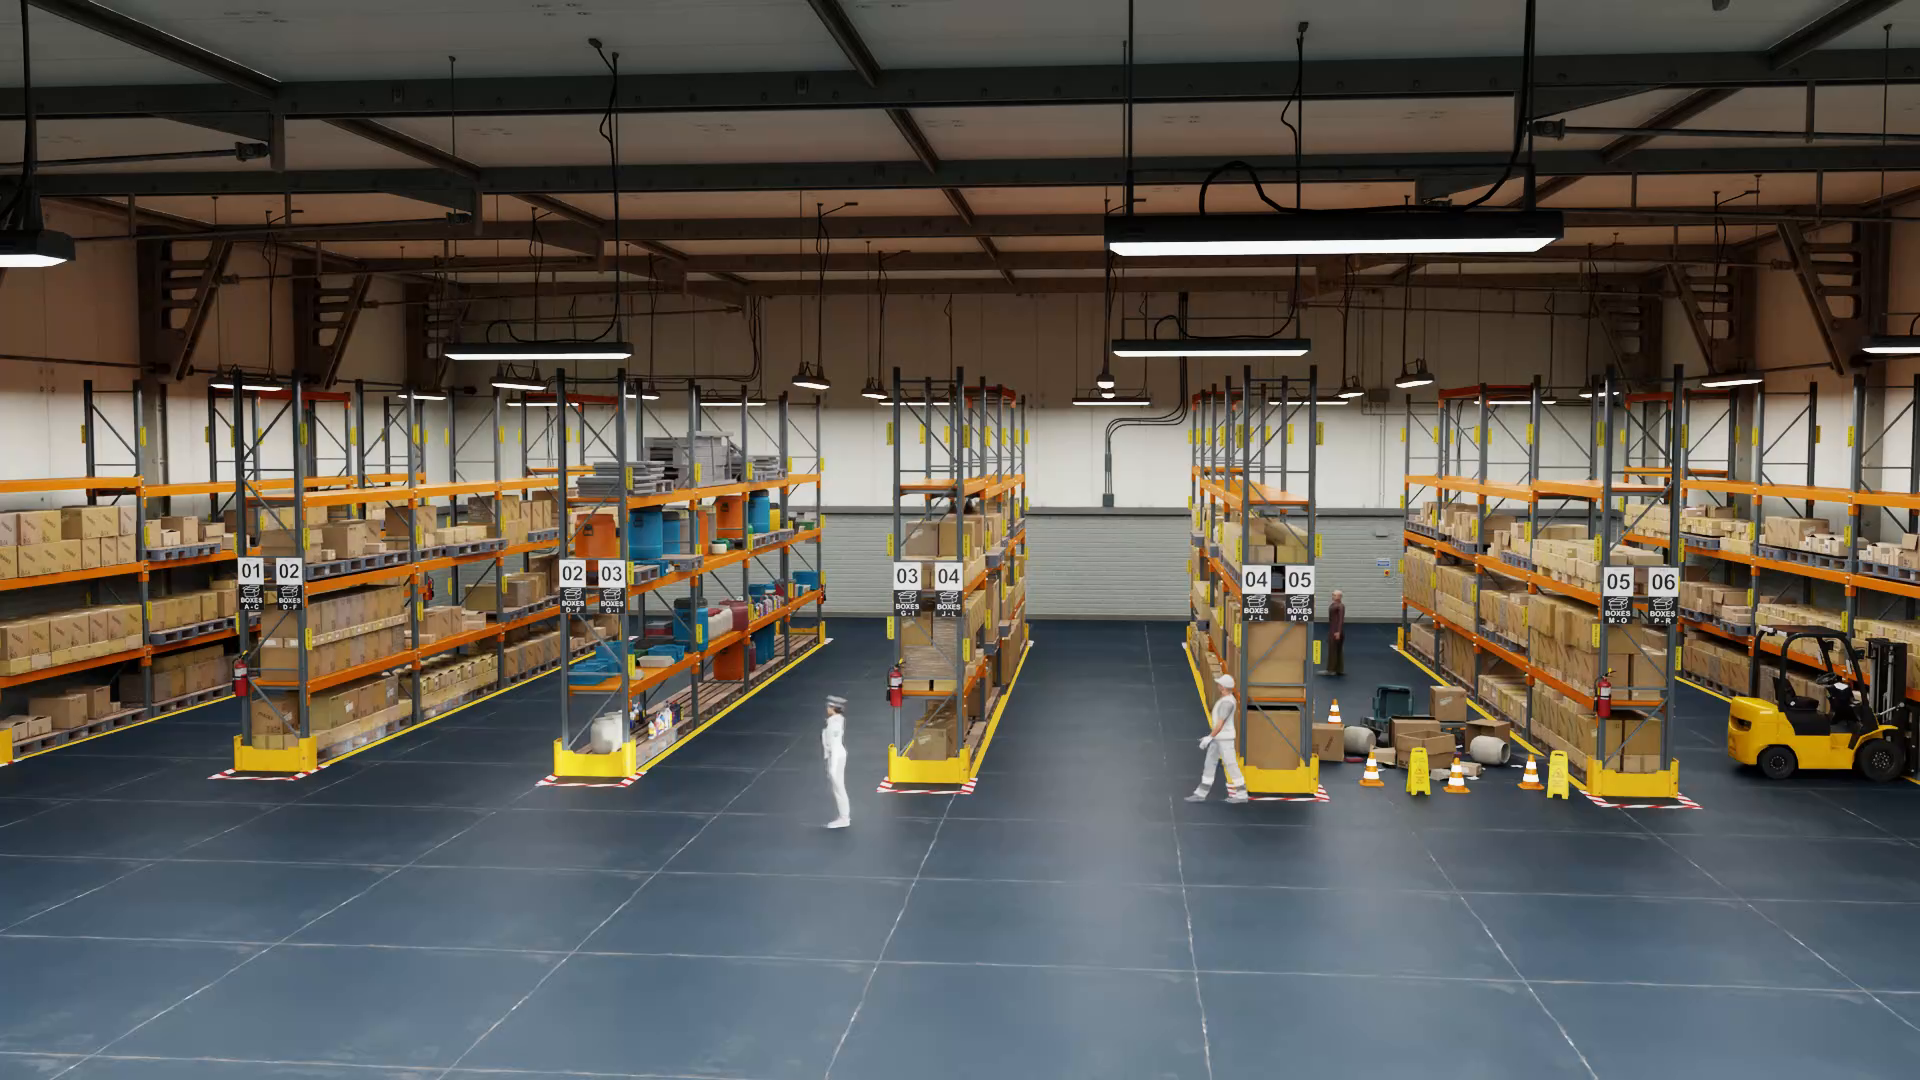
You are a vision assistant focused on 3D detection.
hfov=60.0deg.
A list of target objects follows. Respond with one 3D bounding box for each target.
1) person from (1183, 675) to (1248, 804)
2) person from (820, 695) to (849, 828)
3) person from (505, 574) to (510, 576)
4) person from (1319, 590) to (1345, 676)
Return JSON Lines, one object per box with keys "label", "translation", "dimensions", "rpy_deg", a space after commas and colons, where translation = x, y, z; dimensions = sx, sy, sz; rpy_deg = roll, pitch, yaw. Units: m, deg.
{"label": "person", "translation": [3.490, 2.710, 22.565], "dimensions": [0.843, 1.775, 0.565], "rpy_deg": [0, 4, -2]}
{"label": "person", "translation": [-1.615, 2.845, 21.324], "dimensions": [0.363, 1.716, 0.582], "rpy_deg": [0, 4, -7]}
{"label": "person", "translation": [-10.612, 1.681, 39.272], "dimensions": [0.490, 1.768, 0.596], "rpy_deg": [1, 4, 12]}
{"label": "person", "translation": [7.858, 1.944, 35.027], "dimensions": [0.521, 1.782, 0.632], "rpy_deg": [1, 4, 19]}
